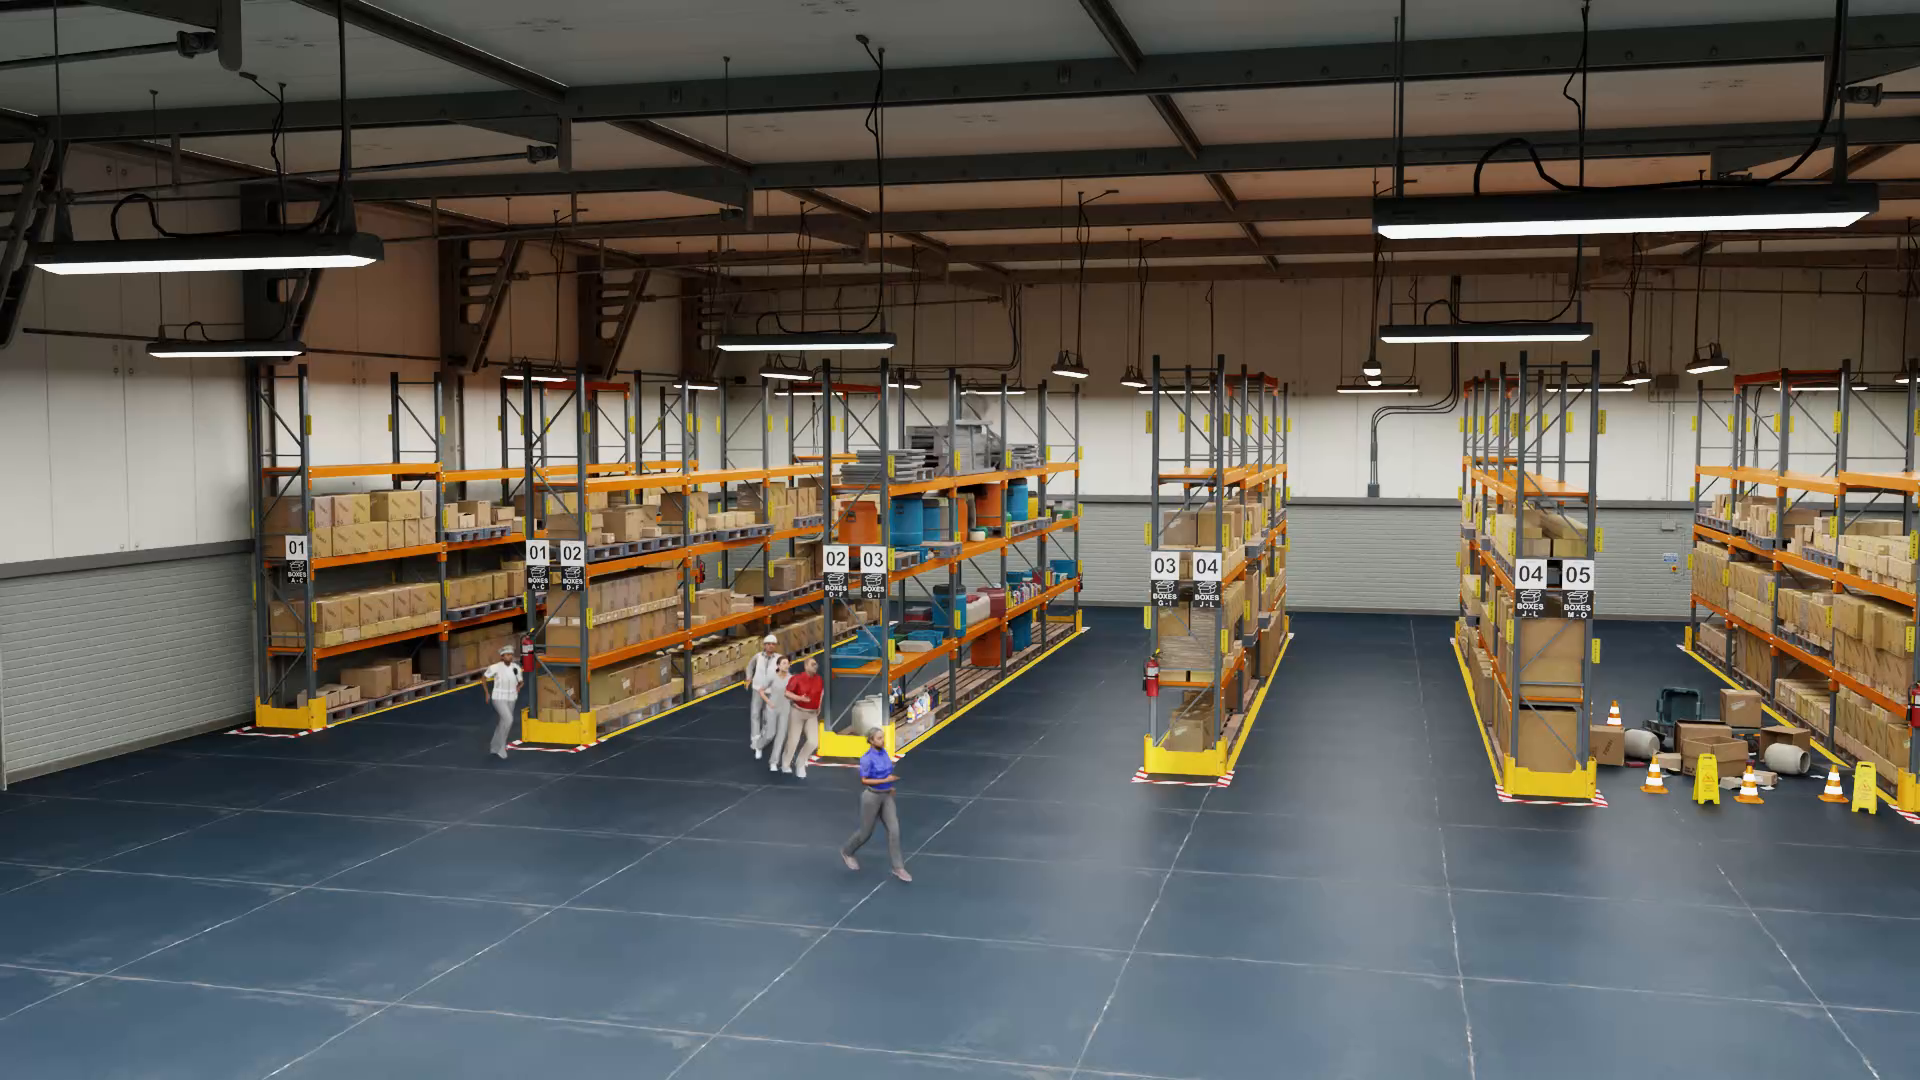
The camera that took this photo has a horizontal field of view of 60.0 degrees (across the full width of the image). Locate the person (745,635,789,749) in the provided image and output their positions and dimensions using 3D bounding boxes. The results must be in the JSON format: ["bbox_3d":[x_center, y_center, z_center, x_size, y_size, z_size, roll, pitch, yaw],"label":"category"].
[{"bbox_3d":[-3.018,2.357,26.049,0.697,1.765,0.802,0,4,1],"label":"person"}]

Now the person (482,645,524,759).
[{"bbox_3d":[-6.855,2.417,25.115,0.555,1.668,0.685,-4,5,-44],"label":"person"}]

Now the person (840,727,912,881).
[{"bbox_3d":[-0.917,2.887,18.360,0.934,1.651,0.572,3,5,40],"label":"person"}]

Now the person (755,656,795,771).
[{"bbox_3d":[-2.629,2.506,24.346,0.623,1.619,0.857,-2,4,-22],"label":"person"}]

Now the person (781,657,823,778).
[{"bbox_3d":[-2.178,2.542,23.740,0.666,1.734,0.688,-2,4,-25],"label":"person"}]
